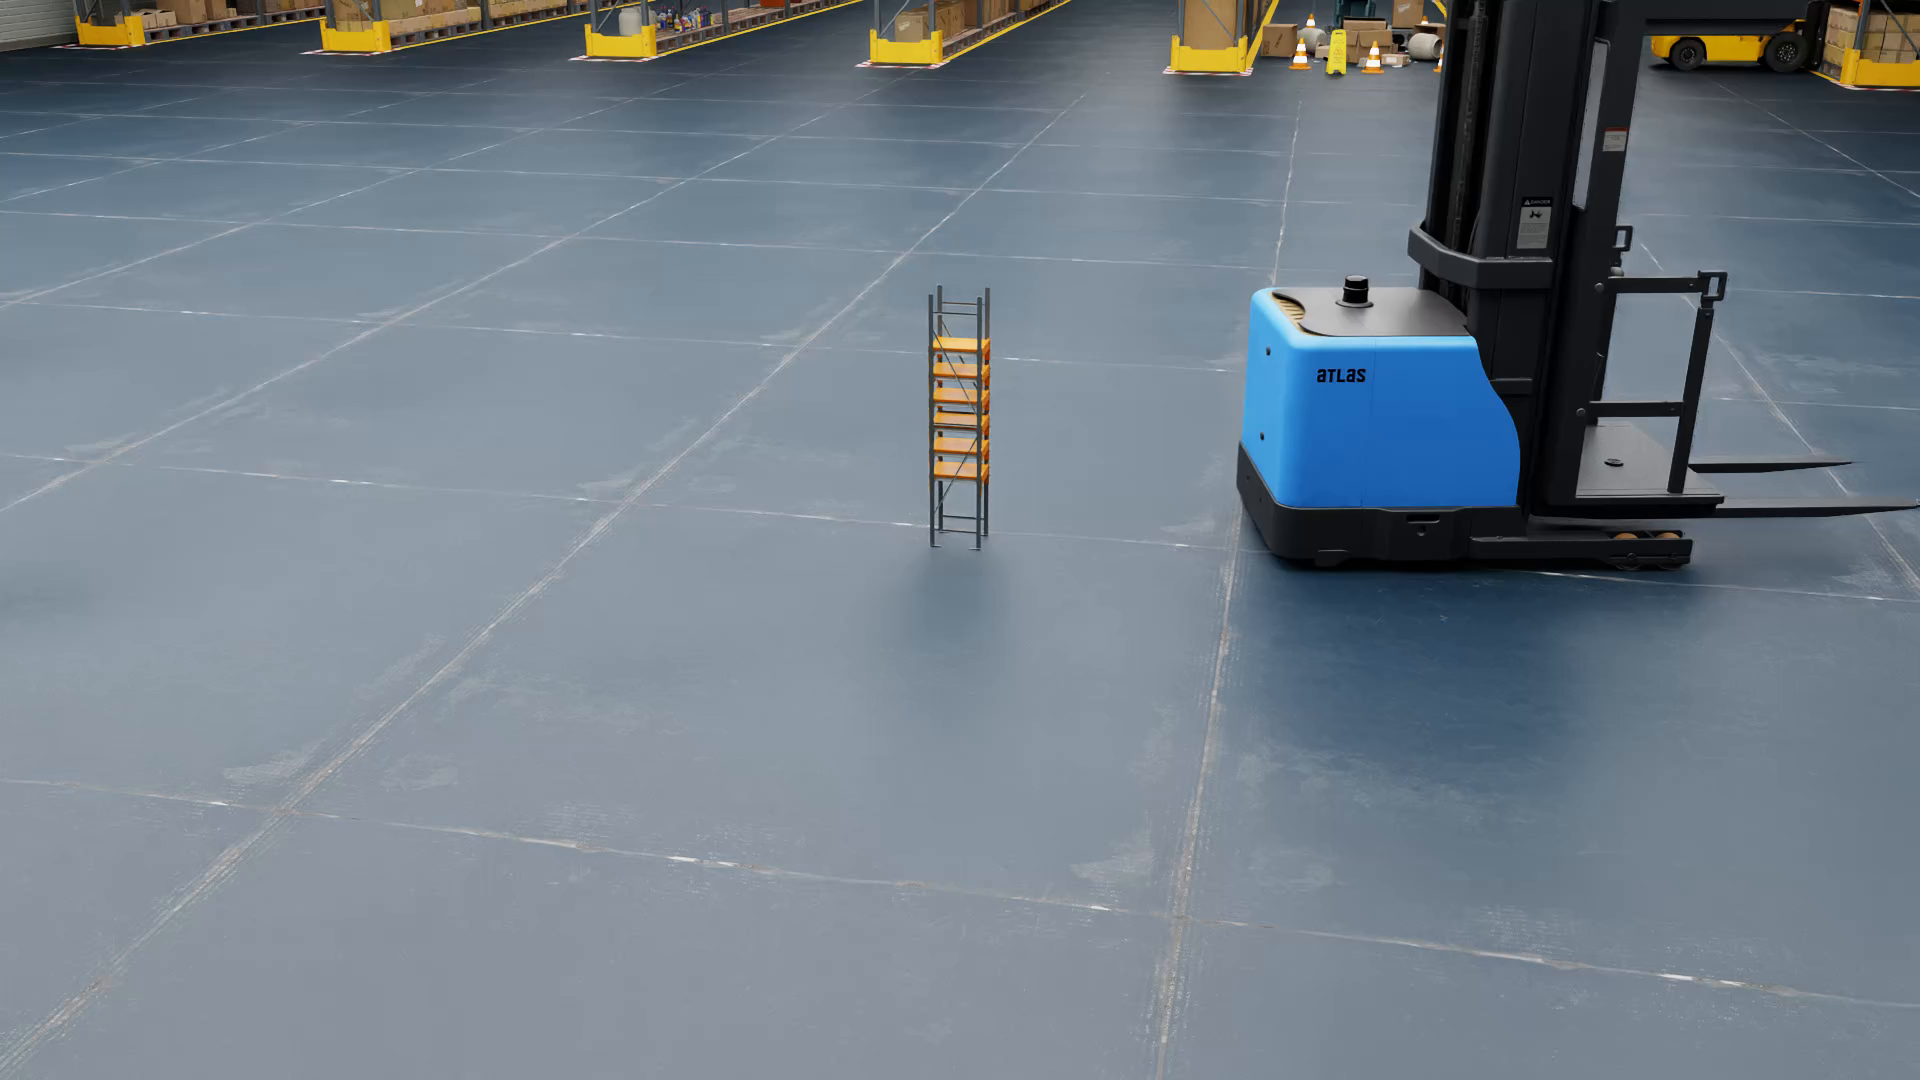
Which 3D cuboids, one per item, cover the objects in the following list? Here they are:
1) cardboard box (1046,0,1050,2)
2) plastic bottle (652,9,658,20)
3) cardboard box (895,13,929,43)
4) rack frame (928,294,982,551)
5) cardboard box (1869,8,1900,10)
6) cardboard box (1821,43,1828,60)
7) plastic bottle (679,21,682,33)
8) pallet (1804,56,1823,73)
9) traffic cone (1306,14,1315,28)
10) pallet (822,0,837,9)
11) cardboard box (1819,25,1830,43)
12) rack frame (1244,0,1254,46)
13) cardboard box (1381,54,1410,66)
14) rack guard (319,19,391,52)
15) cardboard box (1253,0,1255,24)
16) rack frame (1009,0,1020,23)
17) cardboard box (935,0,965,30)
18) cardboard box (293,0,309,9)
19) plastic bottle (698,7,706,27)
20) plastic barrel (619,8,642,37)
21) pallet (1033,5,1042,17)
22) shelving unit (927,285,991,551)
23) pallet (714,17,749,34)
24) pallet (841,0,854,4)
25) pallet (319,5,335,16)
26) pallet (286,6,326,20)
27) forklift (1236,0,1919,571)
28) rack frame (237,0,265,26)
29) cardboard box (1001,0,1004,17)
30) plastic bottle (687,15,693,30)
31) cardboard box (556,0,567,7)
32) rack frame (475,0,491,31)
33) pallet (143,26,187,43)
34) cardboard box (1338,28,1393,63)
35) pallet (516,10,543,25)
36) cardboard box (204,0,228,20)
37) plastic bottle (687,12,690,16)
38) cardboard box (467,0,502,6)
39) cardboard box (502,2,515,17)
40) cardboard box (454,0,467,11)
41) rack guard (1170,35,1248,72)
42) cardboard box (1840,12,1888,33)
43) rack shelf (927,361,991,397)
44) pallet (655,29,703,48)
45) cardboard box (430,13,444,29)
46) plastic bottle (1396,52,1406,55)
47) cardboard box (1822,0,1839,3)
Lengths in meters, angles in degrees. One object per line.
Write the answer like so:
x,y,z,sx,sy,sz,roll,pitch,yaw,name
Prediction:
1.438,-12.627,37.473,1.225,0.875,0.875,5,22,11,cardboard box
-5.628,-9.592,30.613,0.144,0.351,0.185,4,22,10,plastic bottle
-0.756,-8.527,27.795,0.500,0.500,0.500,9,24,21,cardboard box
-0.022,-0.518,7.533,0.240,1.200,0.006,4,22,11,rack frame
14.156,-8.042,25.586,0.500,0.250,0.500,4,22,11,cardboard box
13.670,-7.611,25.854,0.500,0.250,0.500,5,22,11,cardboard box
-5.052,-9.225,29.902,0.097,0.201,0.097,0,22,0,plastic bottle
14.028,-7.566,26.358,1.003,0.211,1.213,4,22,11,pallet
6.504,-9.511,30.850,0.336,0.463,0.334,4,22,11,traffic cone
-3.498,-12.458,38.505,1.003,0.211,1.213,4,22,11,pallet
13.653,-7.858,25.799,0.500,0.250,0.500,4,22,10,cardboard box
4.752,-10.312,29.444,1.000,3.000,0.127,4,22,11,rack frame
7.092,-7.820,27.071,0.380,0.149,0.250,18,28,38,cardboard box
-10.601,-8.853,29.166,1.175,0.500,0.348,4,22,11,rack guard
4.991,-10.050,31.242,1.050,0.750,0.750,4,22,11,cardboard box
0.733,-12.190,34.107,1.000,3.000,0.127,4,22,11,rack frame
-0.204,-9.620,30.507,0.500,0.500,0.500,4,22,9,cardboard box
-14.297,-11.552,35.278,0.700,0.500,0.500,5,22,12,cardboard box
-4.820,-9.753,31.011,0.144,0.351,0.185,3,22,8,plastic bottle
-5.689,-8.929,28.778,0.421,0.512,0.421,0,22,0,plastic barrel
1.219,-11.624,36.434,1.003,0.211,1.213,4,22,11,pallet
-0.003,-0.551,7.616,0.258,1.200,0.189,4,22,11,shelving unit
-4.810,-10.102,32.653,1.003,0.211,1.213,4,22,11,pallet
-3.187,-13.009,39.873,1.003,0.211,1.213,4,22,11,pallet
-13.975,-11.744,36.731,1.003,0.211,1.213,4,22,11,pallet
-14.226,-11.299,35.627,1.003,0.211,1.213,4,22,11,pallet
2.910,-1.419,7.453,3.031,2.935,1.130,-1,22,-2,forklift
-14.630,-11.860,33.287,1.000,3.000,0.127,4,22,11,rack frame
0.515,-10.785,33.373,0.700,0.500,0.500,3,22,6,cardboard box
-4.941,-9.456,30.381,0.097,0.271,0.097,0,22,0,plastic bottle
-8.833,-11.655,35.897,0.500,0.250,0.500,5,22,12,cardboard box
-9.780,-11.484,32.353,1.000,3.000,0.127,4,22,11,rack frame
-15.231,-9.426,30.976,1.003,0.211,1.213,4,22,11,pallet
6.682,-8.187,27.507,0.797,0.503,0.637,-11,25,-26,cardboard box
-9.421,-10.910,34.661,1.003,0.211,1.213,4,22,11,pallet
-14.803,-10.522,32.722,0.500,0.500,0.500,3,22,7,cardboard box
-4.992,-9.602,30.726,0.061,0.283,0.133,4,22,11,plastic bottle
-9.452,-10.796,33.011,0.500,0.311,0.500,5,22,11,cardboard box
-9.350,-10.719,33.571,0.500,0.250,0.500,5,22,12,cardboard box
-9.774,-10.383,31.734,0.500,0.500,0.500,4,22,11,cardboard box
3.931,-7.681,26.257,1.175,0.500,0.348,4,22,11,rack guard
13.451,-7.707,24.756,0.500,0.250,0.500,5,23,13,cardboard box
-0.003,-0.733,7.543,0.258,0.103,0.180,4,22,11,rack shelf
-5.356,-9.122,30.220,1.003,0.211,1.213,4,22,11,pallet
-9.962,-9.668,30.962,0.500,0.250,0.500,4,22,11,cardboard box
7.519,-8.280,28.331,0.133,0.061,0.283,8,23,20,plastic bottle
13.958,-8.639,27.069,0.500,0.250,0.500,4,22,11,cardboard box
